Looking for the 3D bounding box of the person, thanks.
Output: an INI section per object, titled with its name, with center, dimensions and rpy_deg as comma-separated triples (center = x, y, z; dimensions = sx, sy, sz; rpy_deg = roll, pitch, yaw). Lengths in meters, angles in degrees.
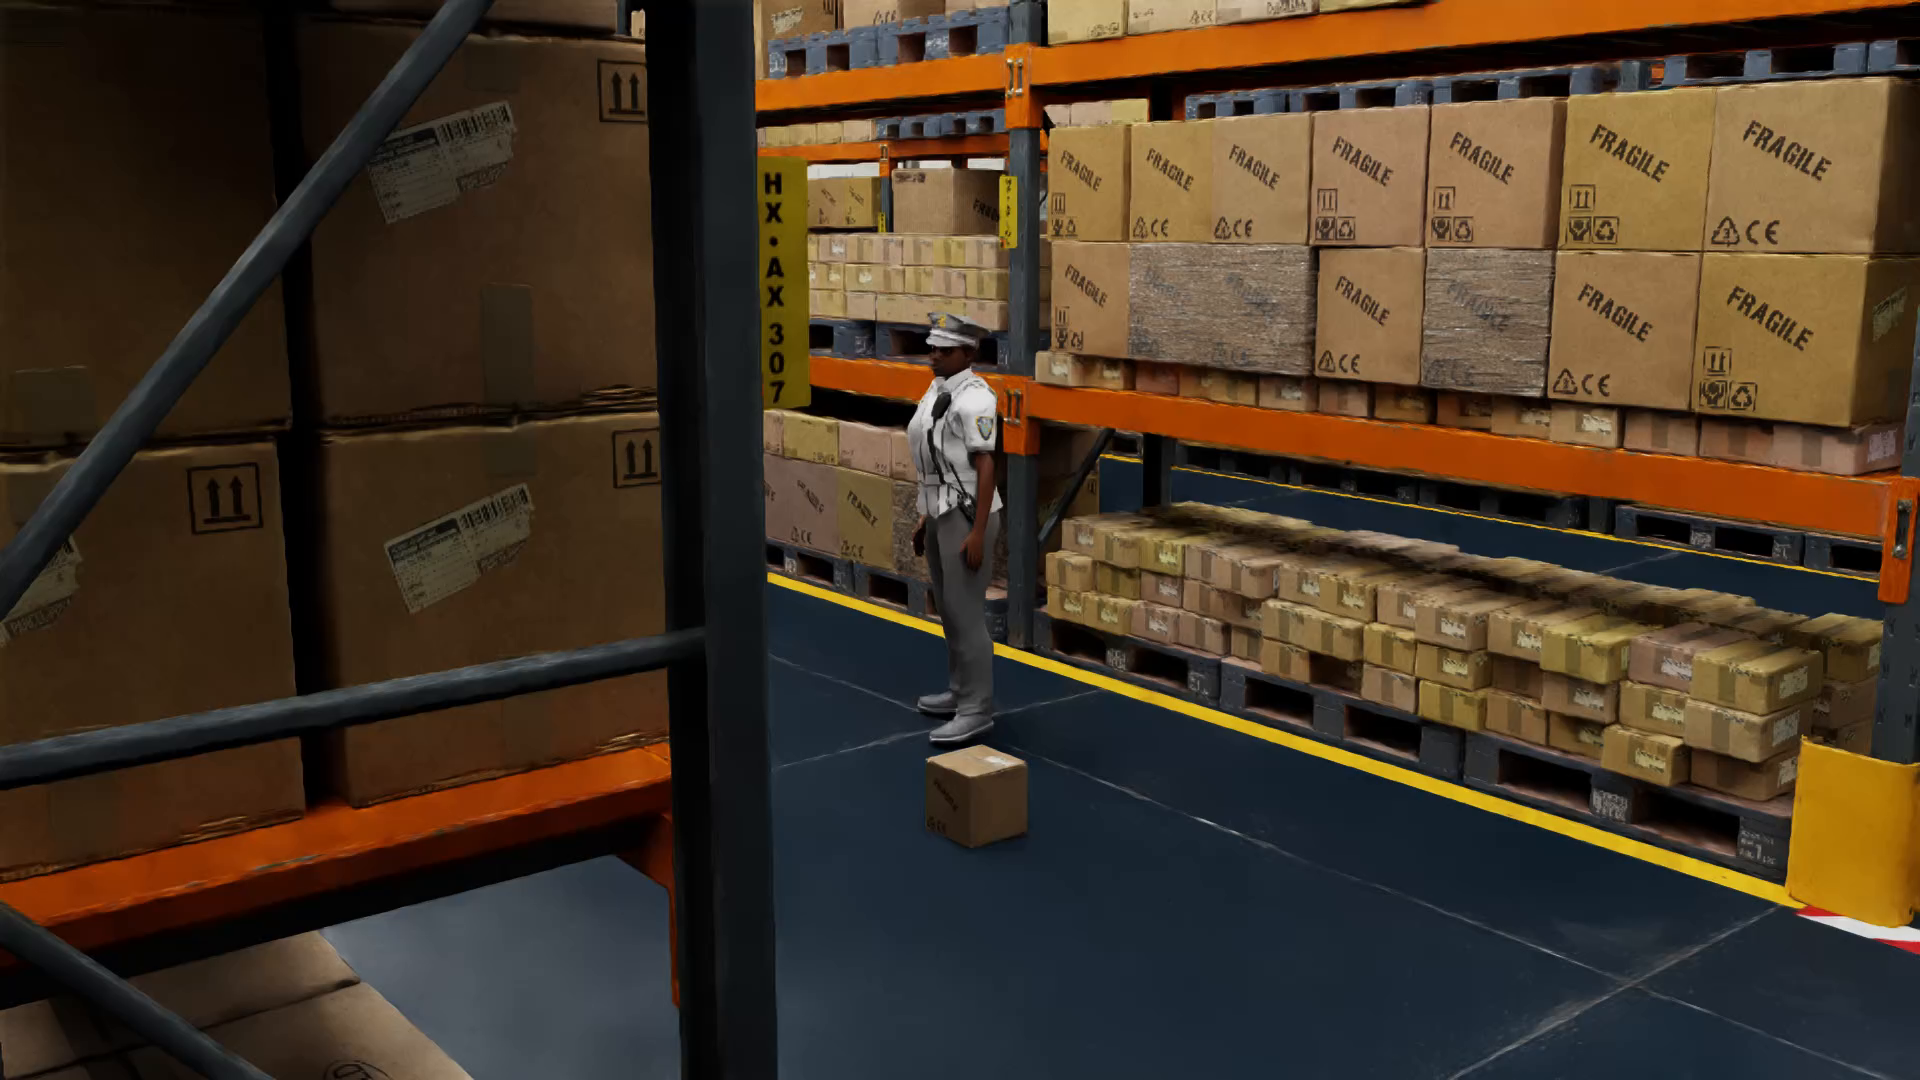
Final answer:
[person]
center = -0.022, -0.068, 6.640
dimensions = 0.353, 1.689, 0.553
rpy_deg = -4, 12, -21
